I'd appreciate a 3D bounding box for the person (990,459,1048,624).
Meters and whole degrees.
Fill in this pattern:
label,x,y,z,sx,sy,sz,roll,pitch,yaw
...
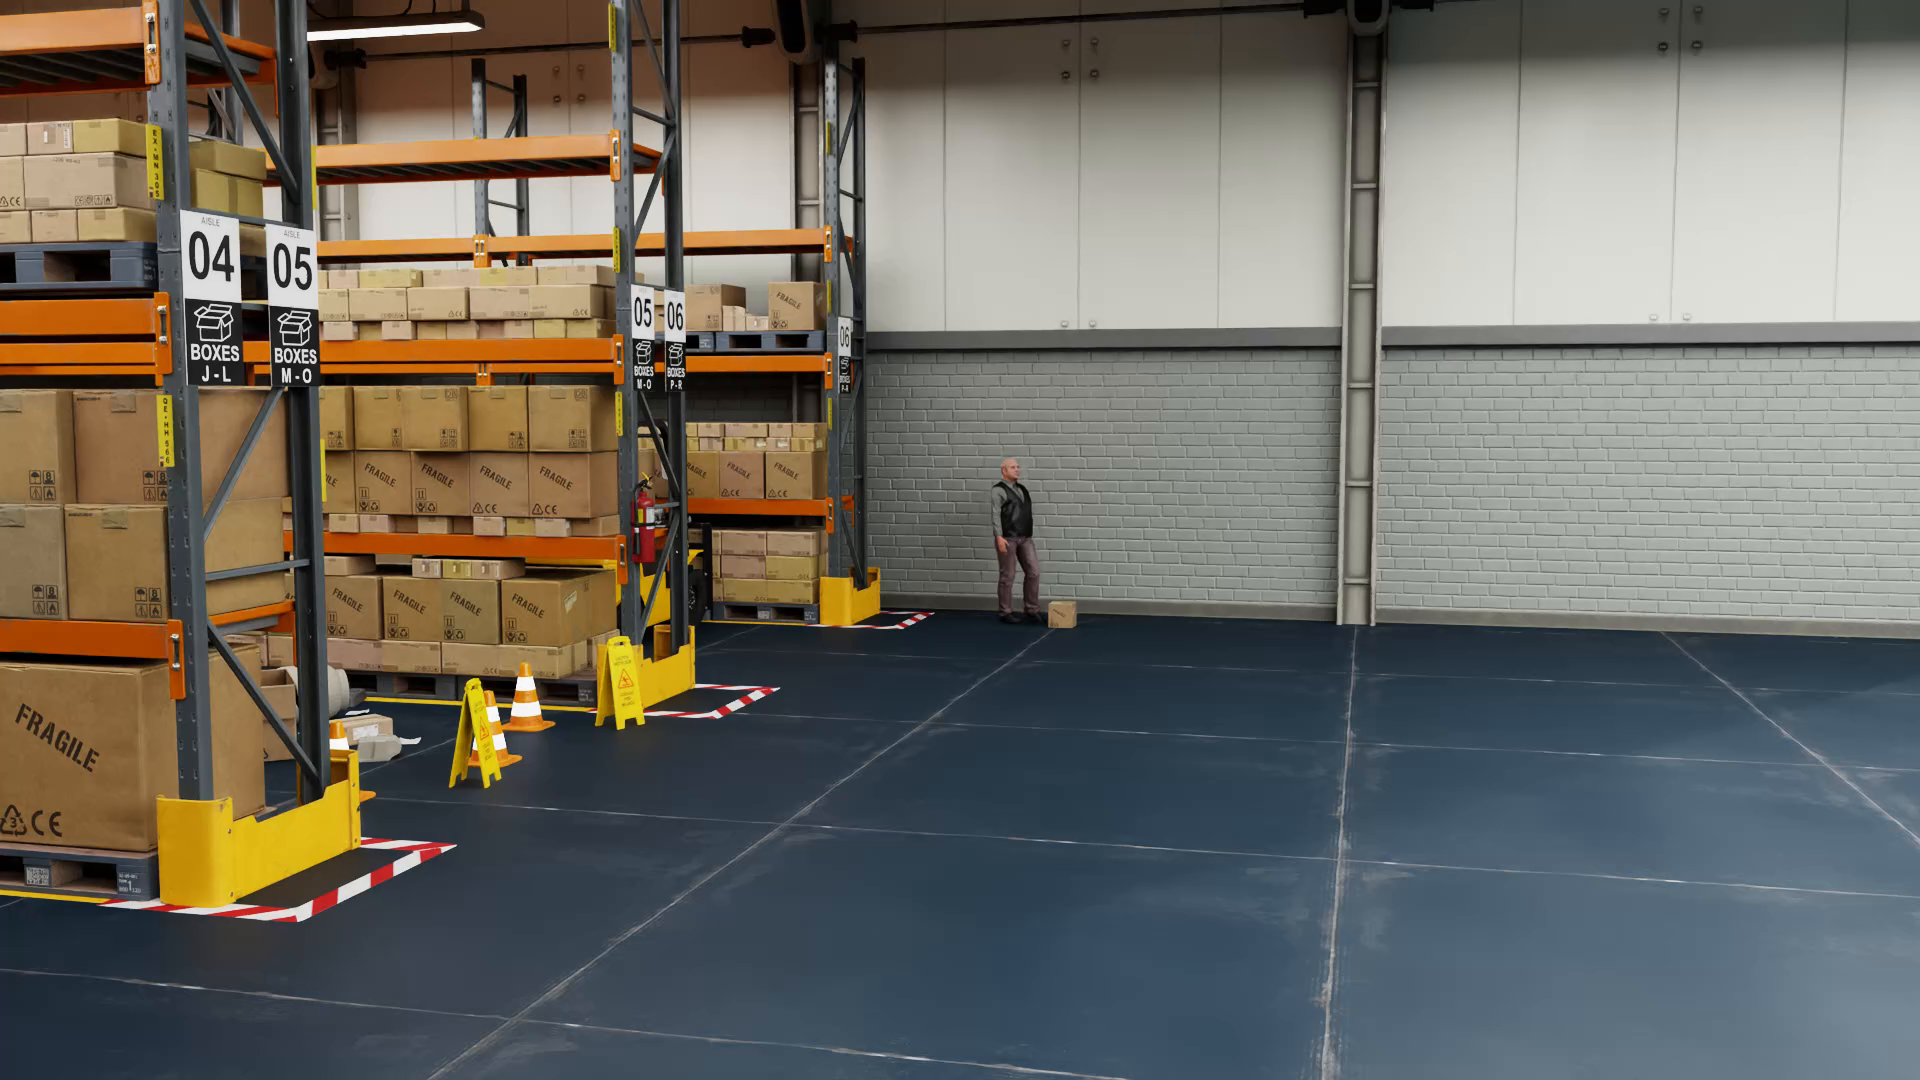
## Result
label,x,y,z,sx,sy,sz,roll,pitch,yaw
person,0.602,0.034,17.412,0.557,1.763,0.540,-4,6,-41
